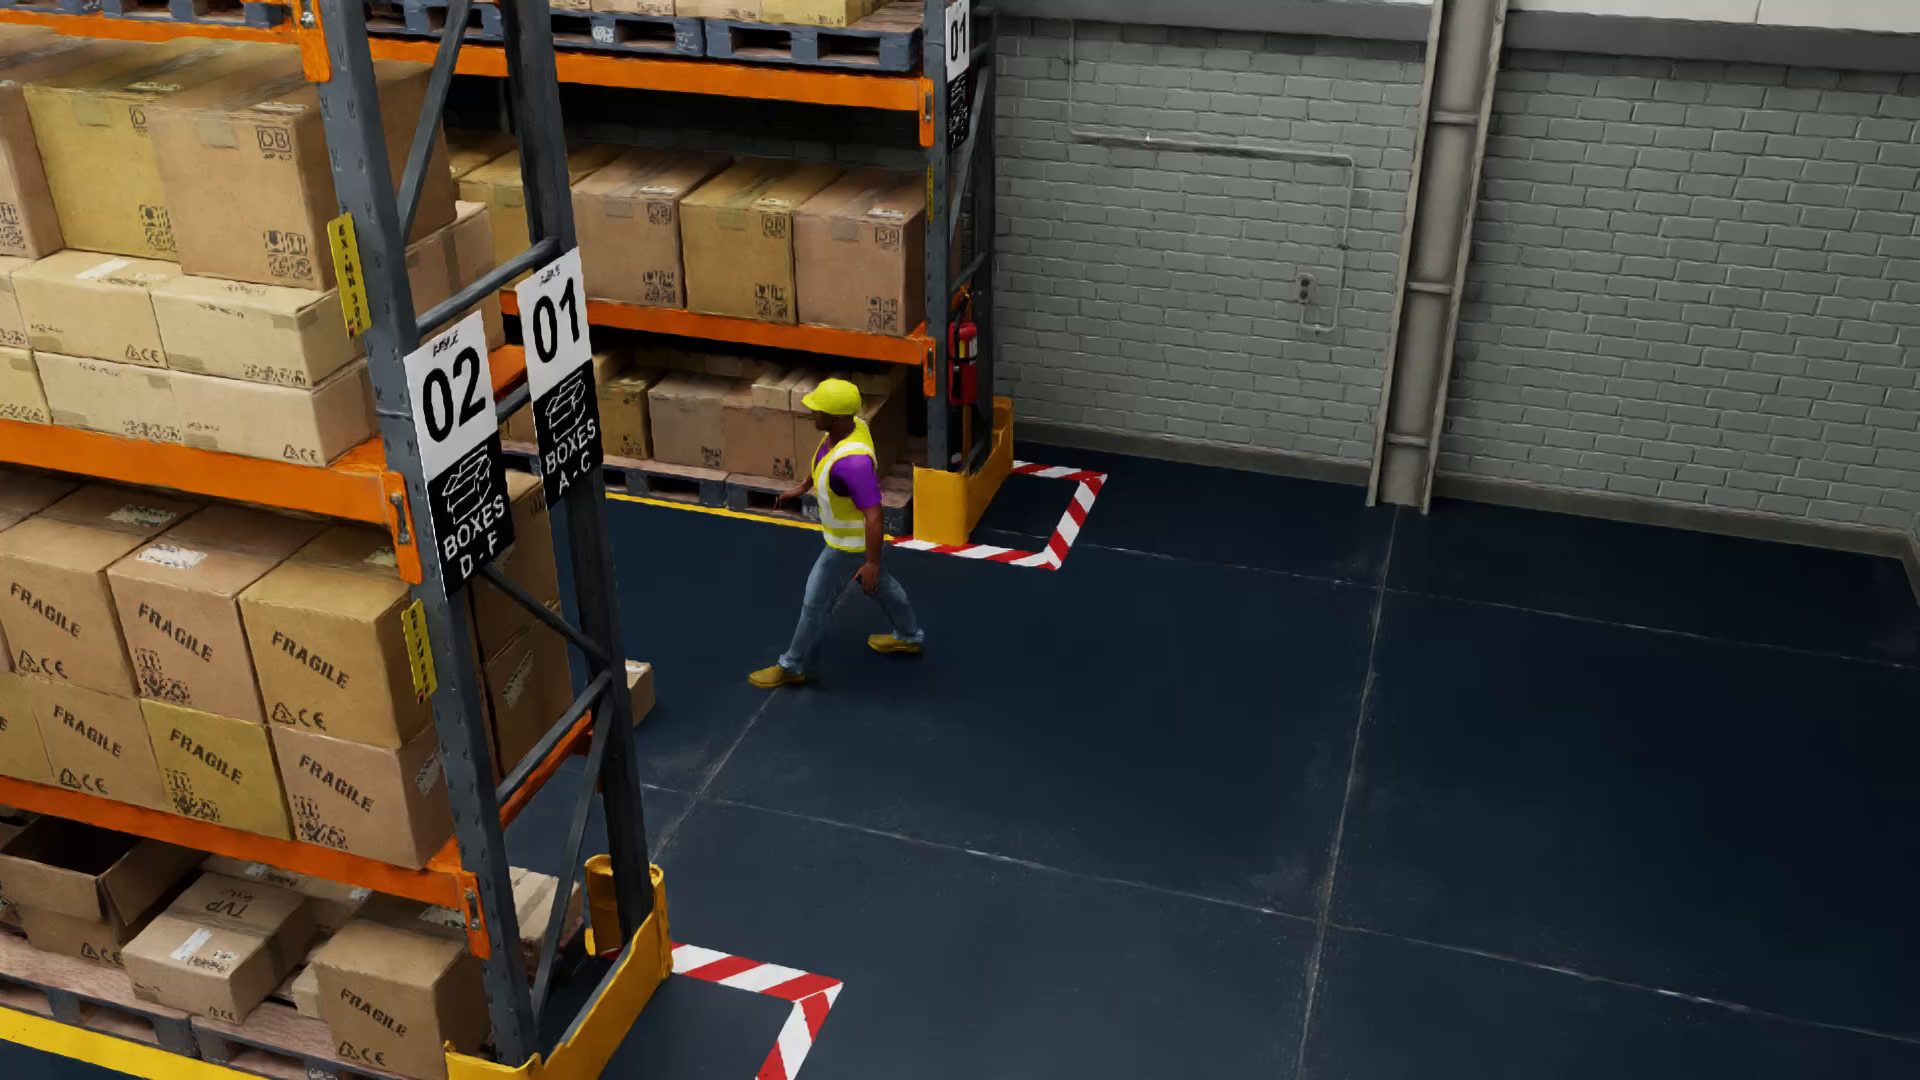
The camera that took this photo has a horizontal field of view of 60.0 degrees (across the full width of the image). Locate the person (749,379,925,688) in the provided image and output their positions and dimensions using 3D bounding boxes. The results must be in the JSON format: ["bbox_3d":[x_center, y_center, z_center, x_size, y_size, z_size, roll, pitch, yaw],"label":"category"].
[{"bbox_3d":[-0.654,-0.030,8.544,0.965,1.725,0.774,-4,29,-6],"label":"person"}]
